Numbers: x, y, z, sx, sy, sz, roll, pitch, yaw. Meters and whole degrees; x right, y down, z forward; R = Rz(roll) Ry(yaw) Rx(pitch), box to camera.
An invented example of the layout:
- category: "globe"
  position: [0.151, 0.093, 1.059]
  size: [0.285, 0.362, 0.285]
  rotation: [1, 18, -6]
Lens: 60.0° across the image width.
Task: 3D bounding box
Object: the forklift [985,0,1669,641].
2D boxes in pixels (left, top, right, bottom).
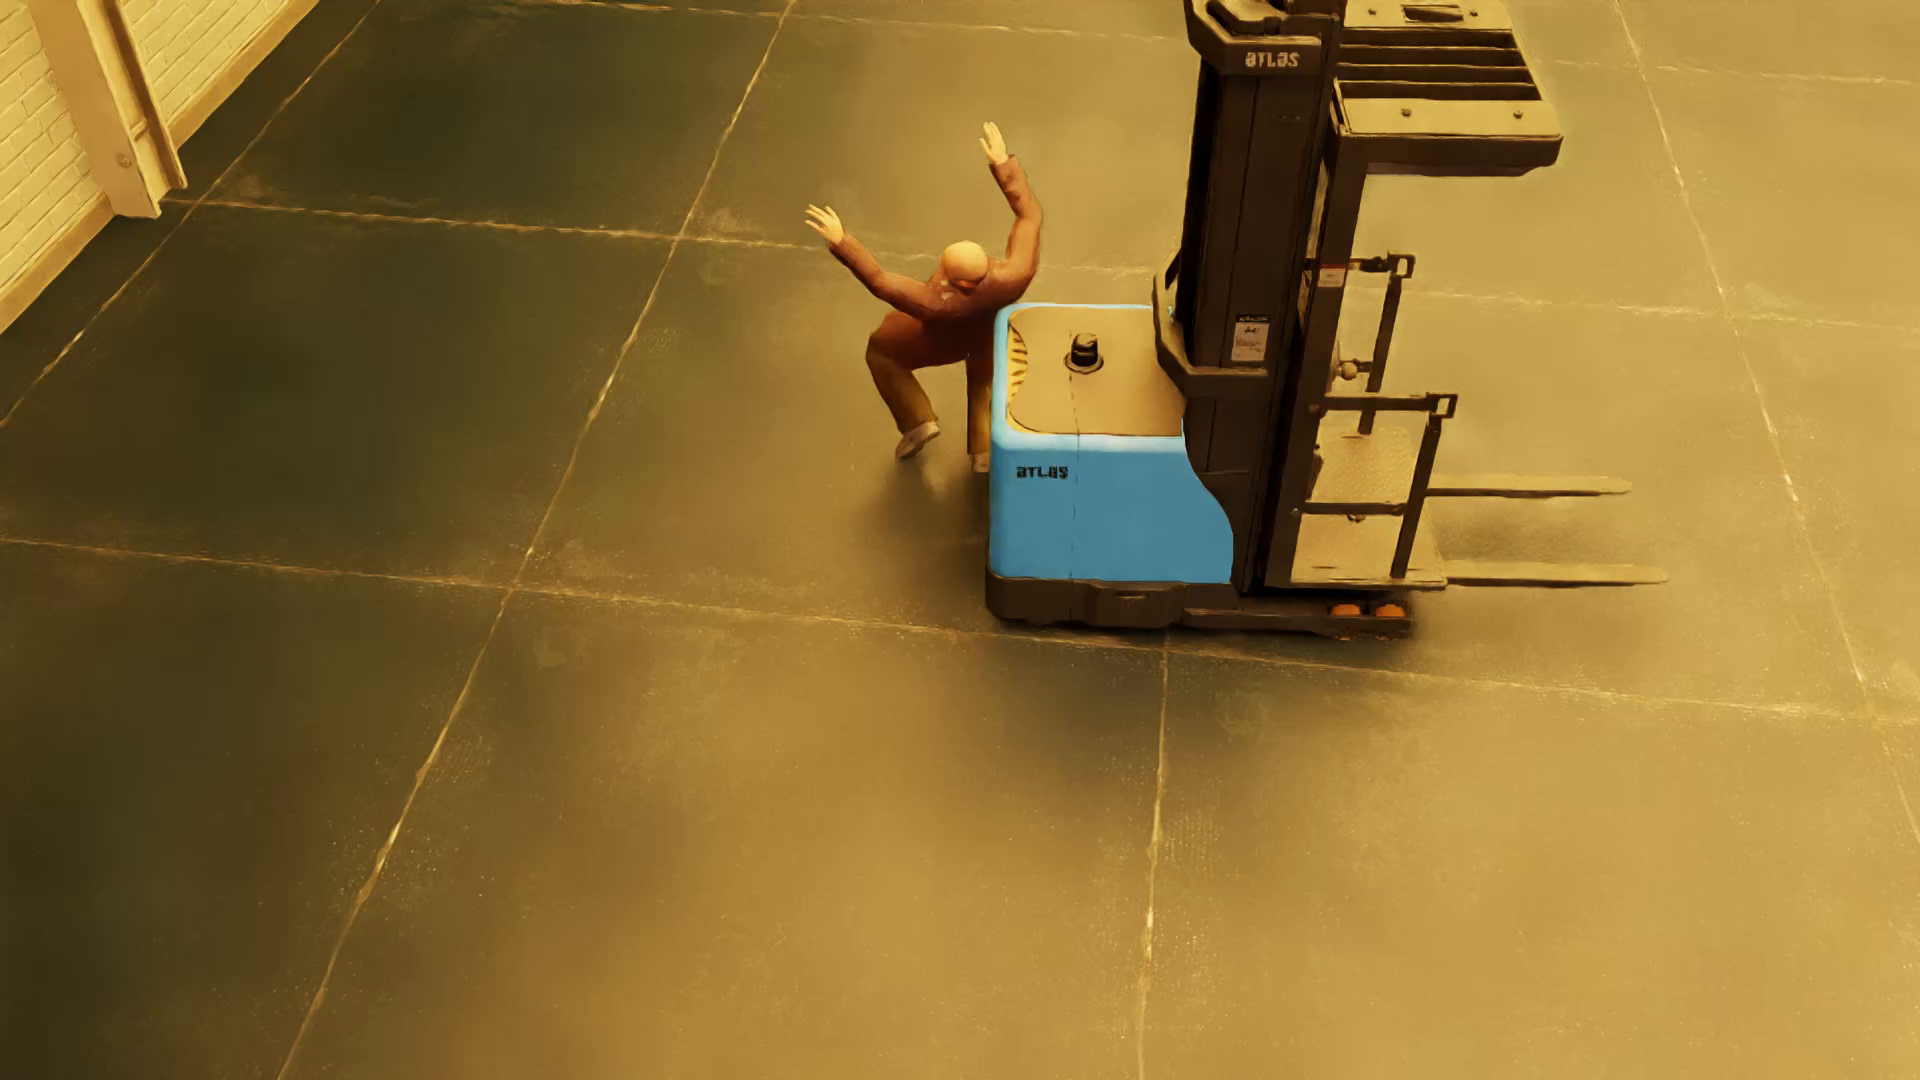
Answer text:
- category: "forklift"
  position: [1.643, -0.999, 6.812]
  size: [3.031, 2.935, 1.130]
  rotation: [1, 43, 1]

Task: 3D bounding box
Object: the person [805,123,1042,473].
- category: "person"
  position: [-0.157, -1.004, 7.750]
  size: [1.104, 1.727, 0.805]
  rotation: [-12, 44, -13]
